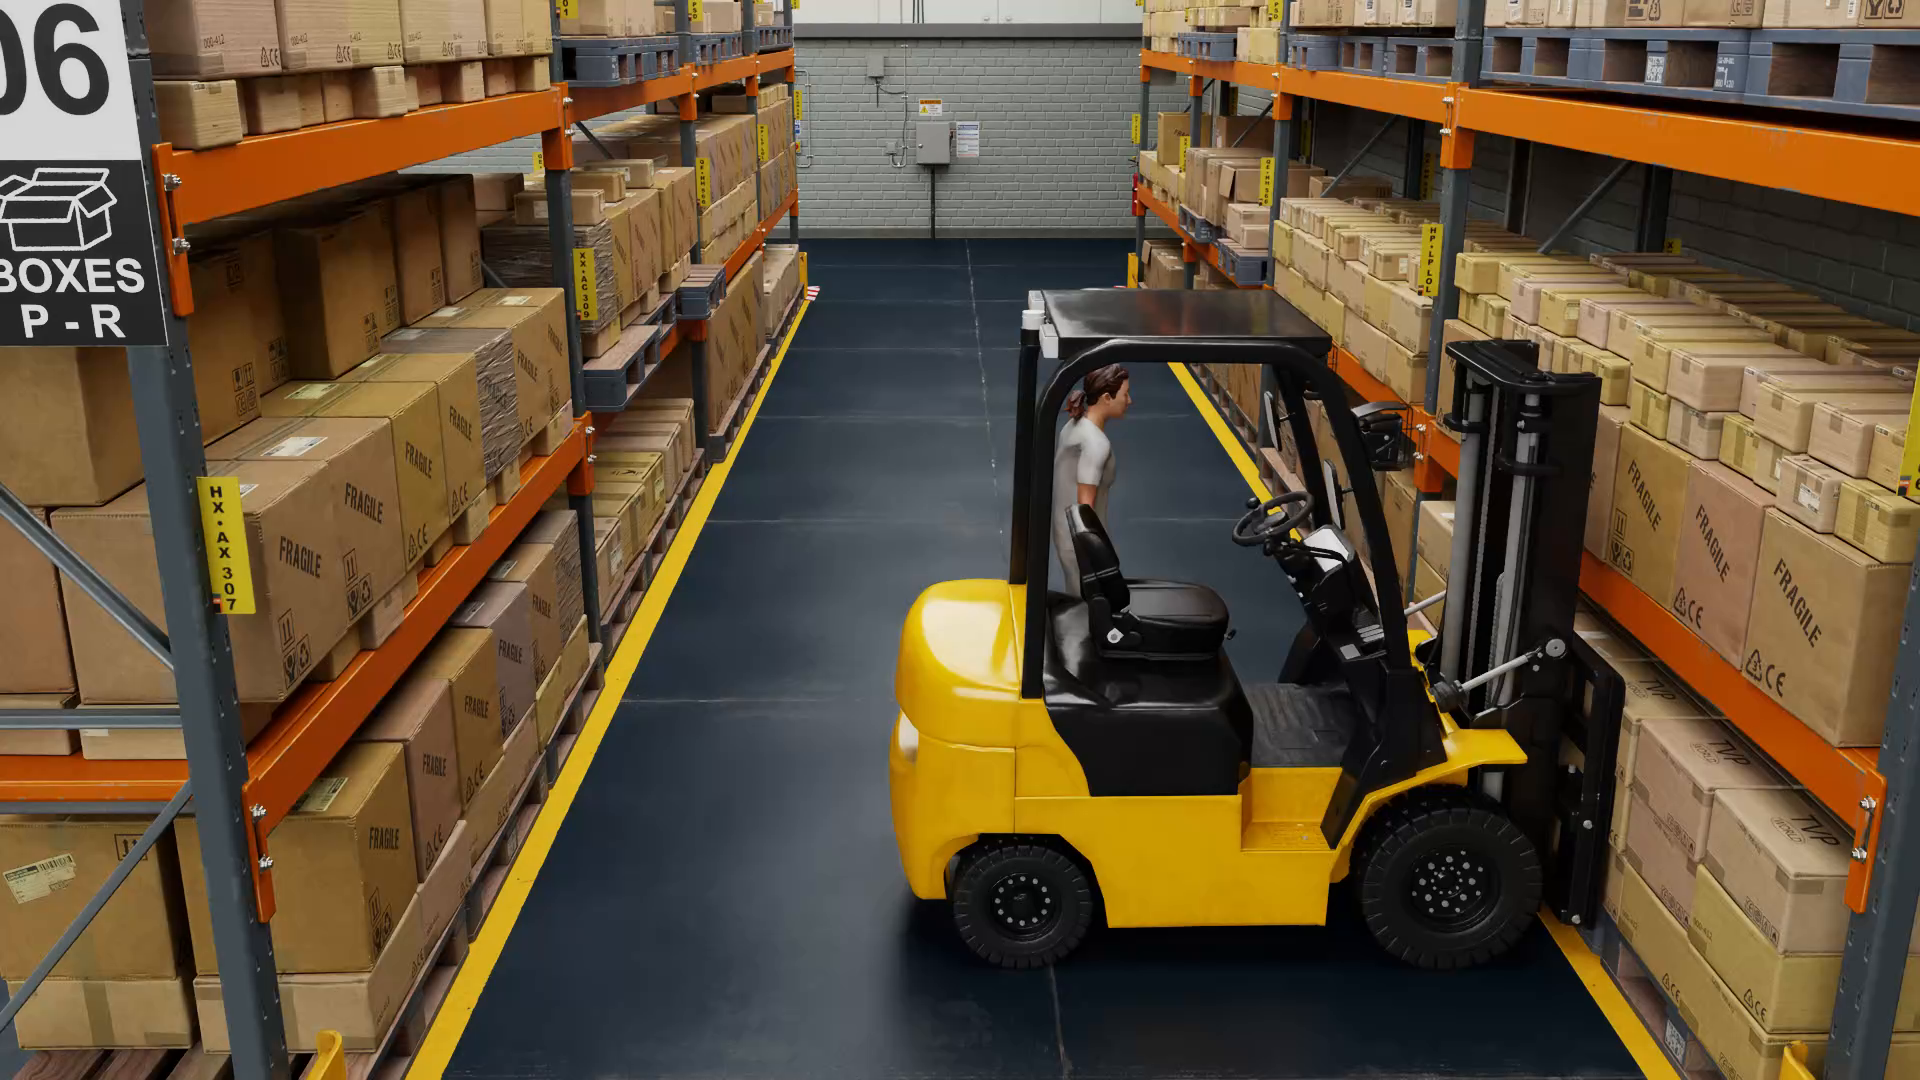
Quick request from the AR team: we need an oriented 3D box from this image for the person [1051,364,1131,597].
[{"bbox_3d":[0.586,0.025,7.467,0.358,1.672,0.485,0,17,-2],"label":"person"}]
